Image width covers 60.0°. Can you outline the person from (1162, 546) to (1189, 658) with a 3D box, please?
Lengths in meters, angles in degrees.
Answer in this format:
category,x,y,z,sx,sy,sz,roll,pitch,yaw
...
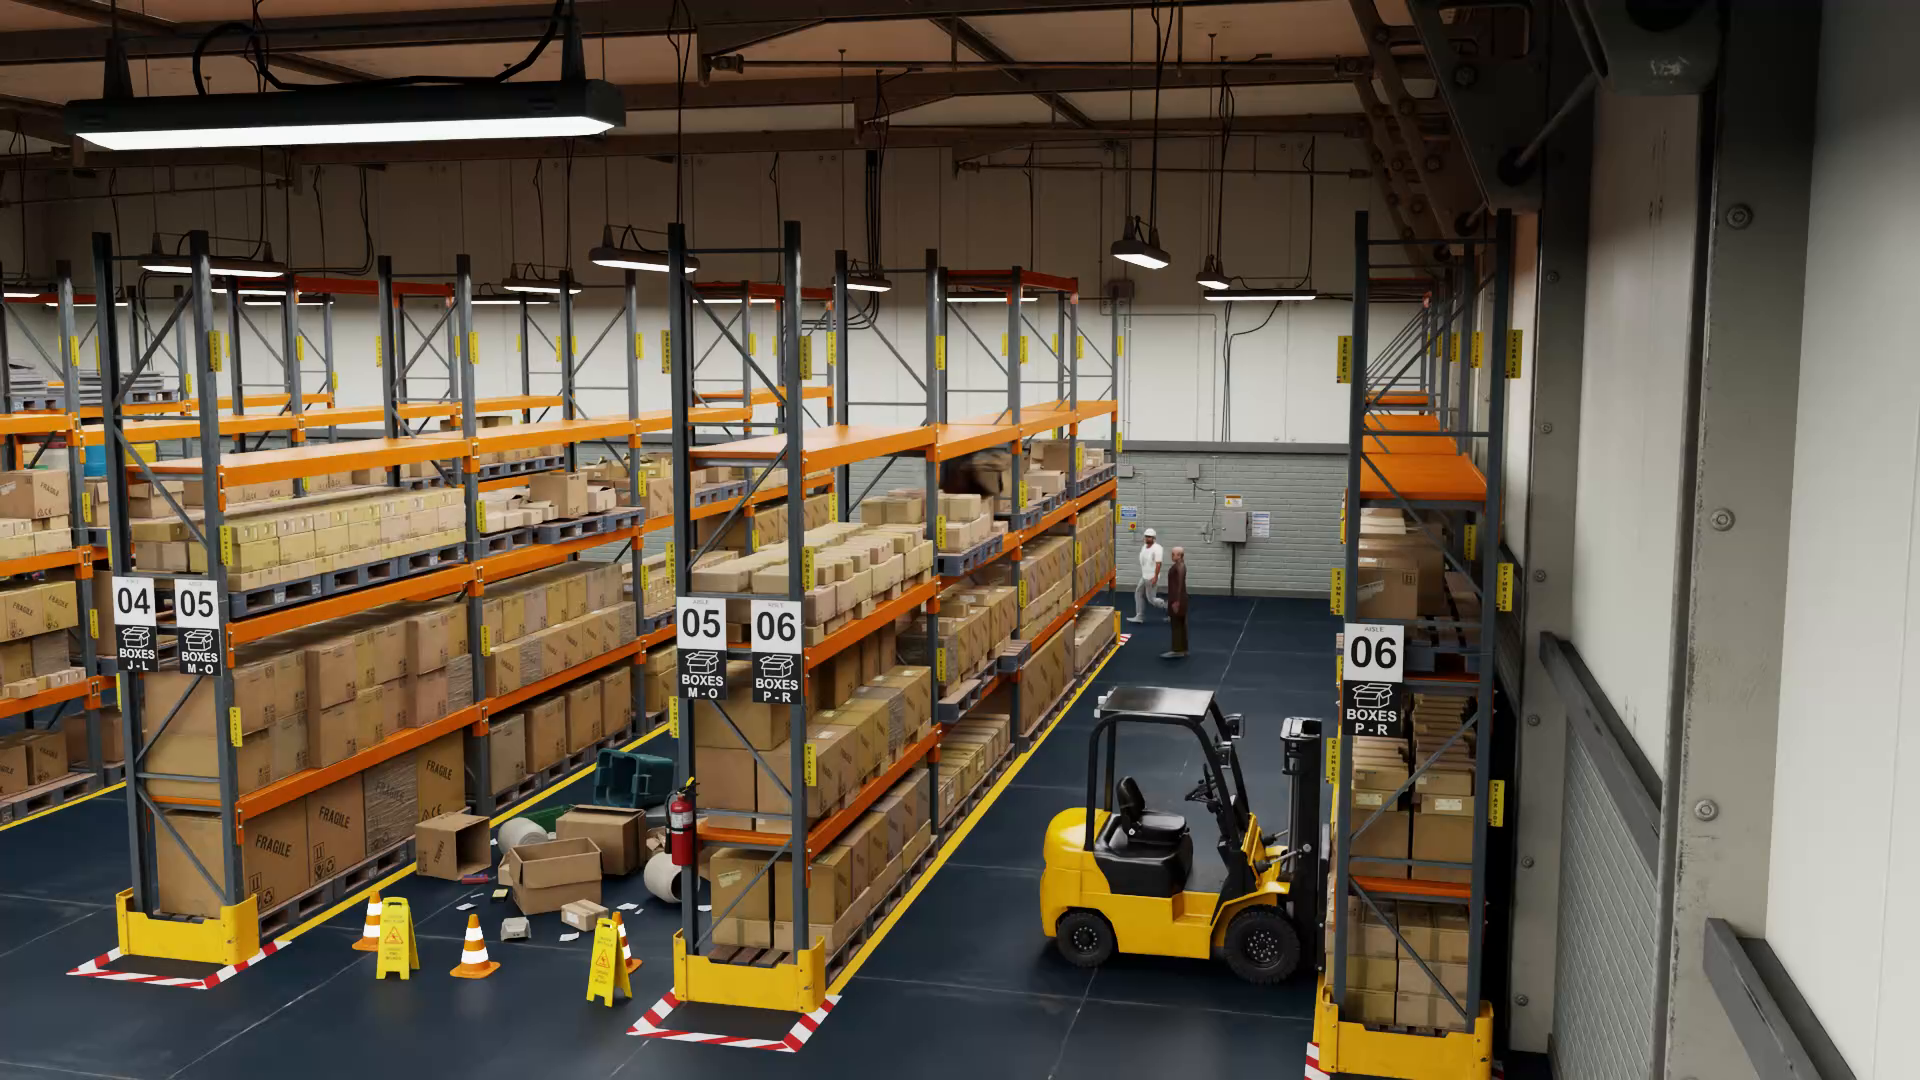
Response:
category,x,y,z,sx,sy,sz,roll,pitch,yaw
person,3.512,1.042,26.956,0.420,1.681,0.671,1,7,11

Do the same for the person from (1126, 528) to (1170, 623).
category,x,y,z,sx,sy,sz,roll,pitch,yaw
person,3.468,0.650,29.945,0.923,1.728,0.618,1,7,5
